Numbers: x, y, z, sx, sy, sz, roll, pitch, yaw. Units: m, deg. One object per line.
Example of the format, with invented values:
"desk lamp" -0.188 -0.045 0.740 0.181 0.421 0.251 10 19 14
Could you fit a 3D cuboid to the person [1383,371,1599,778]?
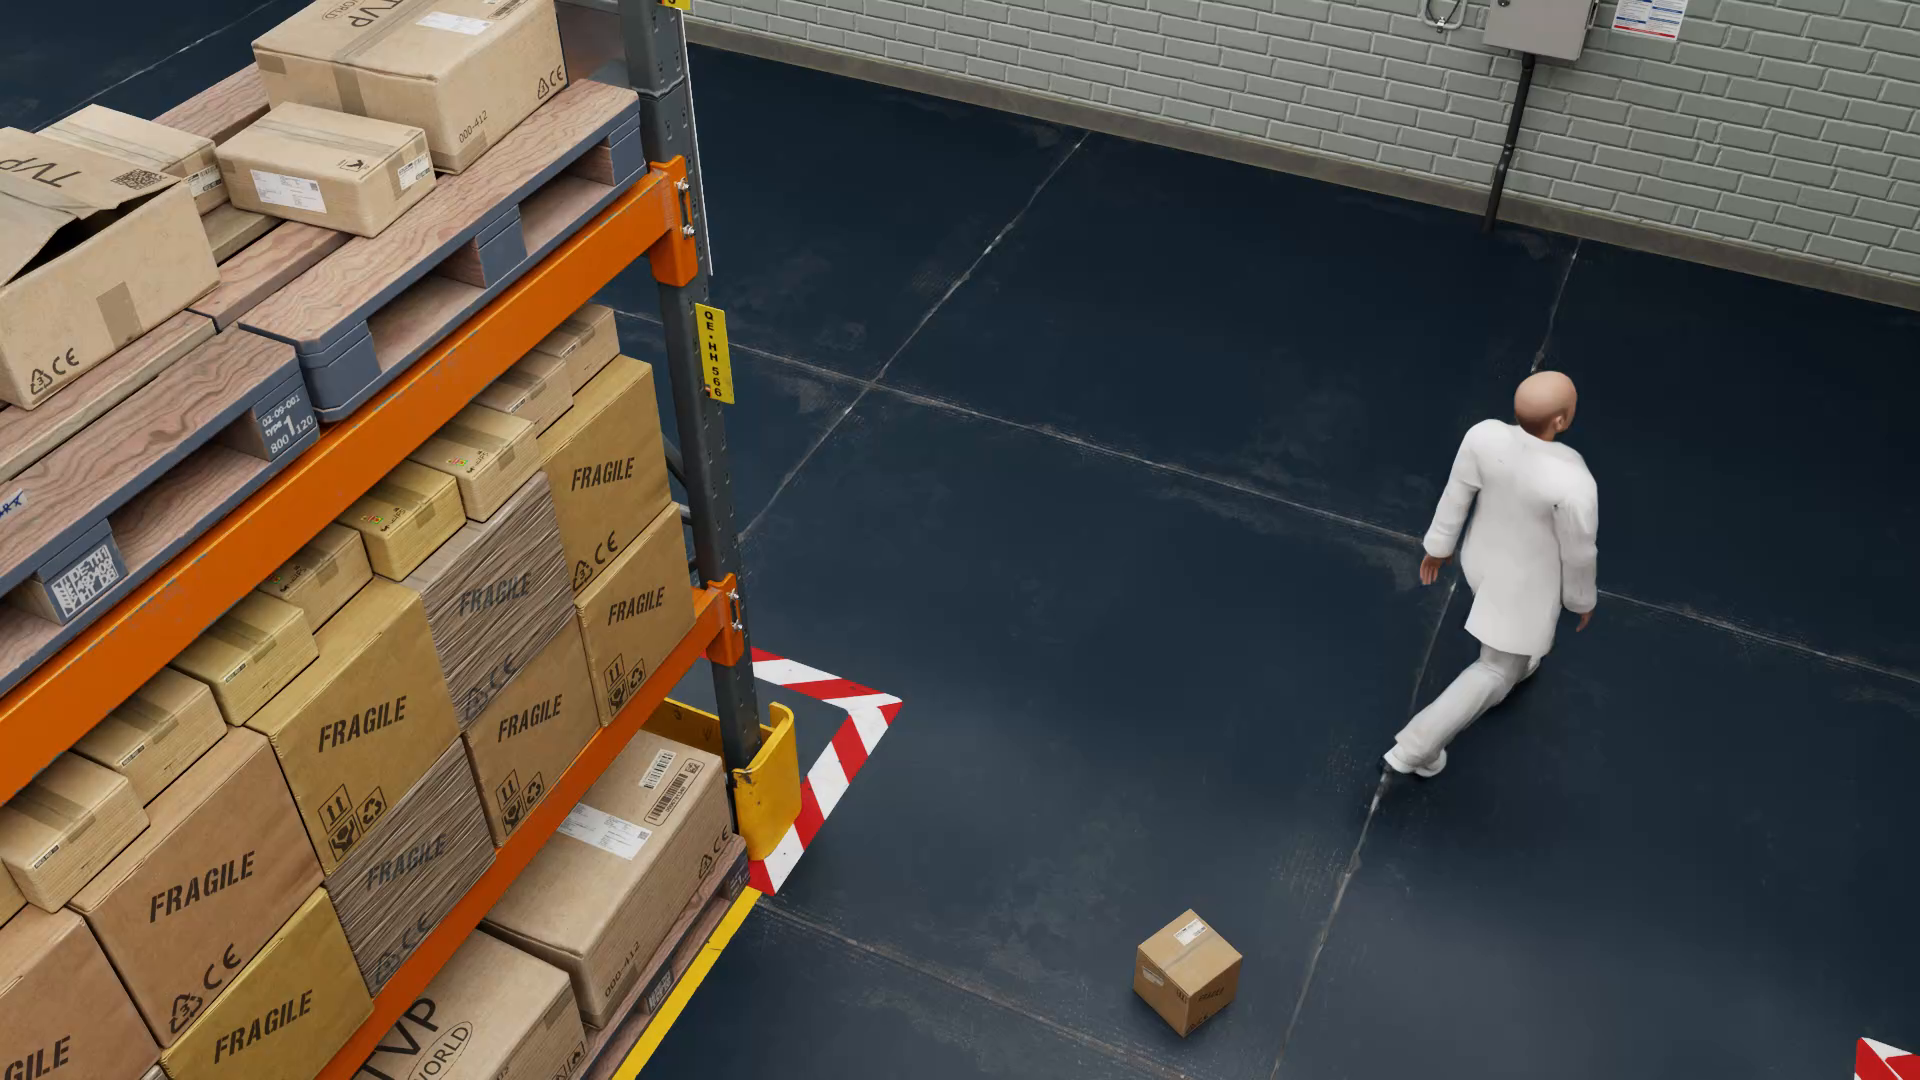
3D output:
"person" 1.993 0.113 6.042 1.072 1.730 0.613 -22 46 -23
